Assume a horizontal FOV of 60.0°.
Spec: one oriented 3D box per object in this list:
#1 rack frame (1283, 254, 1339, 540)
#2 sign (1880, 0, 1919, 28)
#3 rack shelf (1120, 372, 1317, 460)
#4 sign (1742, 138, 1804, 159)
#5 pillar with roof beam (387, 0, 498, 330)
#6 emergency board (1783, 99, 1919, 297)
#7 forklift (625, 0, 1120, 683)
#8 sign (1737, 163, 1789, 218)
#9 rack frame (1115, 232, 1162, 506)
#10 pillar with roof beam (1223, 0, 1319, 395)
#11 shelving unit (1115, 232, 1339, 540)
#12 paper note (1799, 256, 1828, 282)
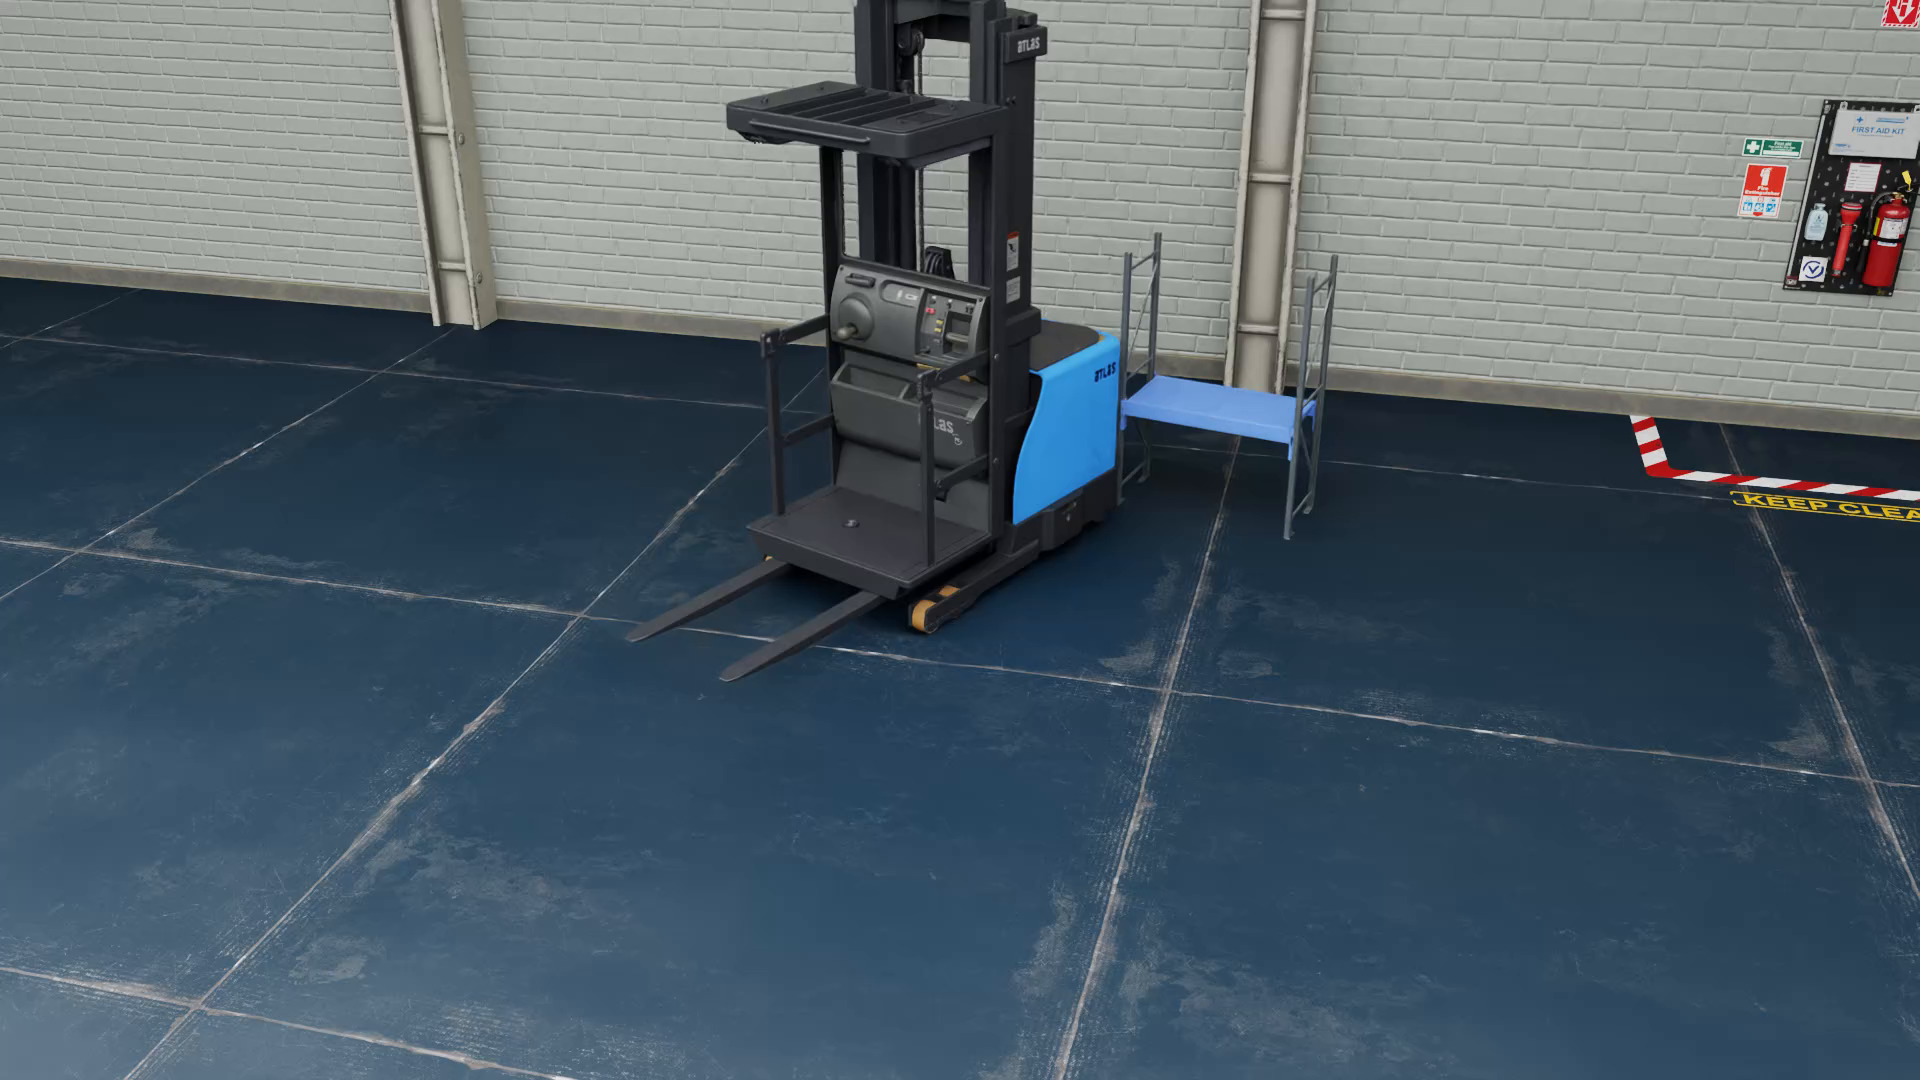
[{"bbox_3d":[1.926,-0.775,9.133,0.032,1.500,0.500,12,28,24],"label":"rack frame"},{"bbox_3d":[5.464,-3.118,9.614,0.199,0.298,0.001,6,26,13],"label":"sign"},{"bbox_3d":[1.472,-0.711,9.418,1.000,0.185,0.538,12,28,24],"label":"rack shelf"},{"bbox_3d":[4.940,-2.383,10.107,0.331,0.109,0.001,6,26,13],"label":"sign"},{"bbox_3d":[-4.863,-3.950,7.078,0.400,9.000,9.100,6,26,13],"label":"pillar with roof beam"},{"bbox_3d":[5.447,-2.029,10.023,0.643,1.169,0.194,6,26,13],"label":"emergency board"},{"bbox_3d":[-0.392,-1.097,8.144,1.130,2.935,3.031,18,31,33],"label":"forklift"},{"bbox_3d":[4.938,-2.148,10.230,0.234,0.329,0.001,6,26,13],"label":"sign"},{"bbox_3d":[1.019,-0.973,9.548,0.032,1.500,0.500,12,28,24],"label":"rack frame"},{"bbox_3d":[0.948,-3.308,5.729,0.400,9.000,9.100,6,26,13],"label":"pillar with roof beam"},{"bbox_3d":[1.472,-0.874,9.341,1.048,1.500,0.538,12,28,24],"label":"shelving unit"},{"bbox_3d":[5.293,-1.679,10.312,0.142,0.148,0.016,6,26,13],"label":"paper note"}]
